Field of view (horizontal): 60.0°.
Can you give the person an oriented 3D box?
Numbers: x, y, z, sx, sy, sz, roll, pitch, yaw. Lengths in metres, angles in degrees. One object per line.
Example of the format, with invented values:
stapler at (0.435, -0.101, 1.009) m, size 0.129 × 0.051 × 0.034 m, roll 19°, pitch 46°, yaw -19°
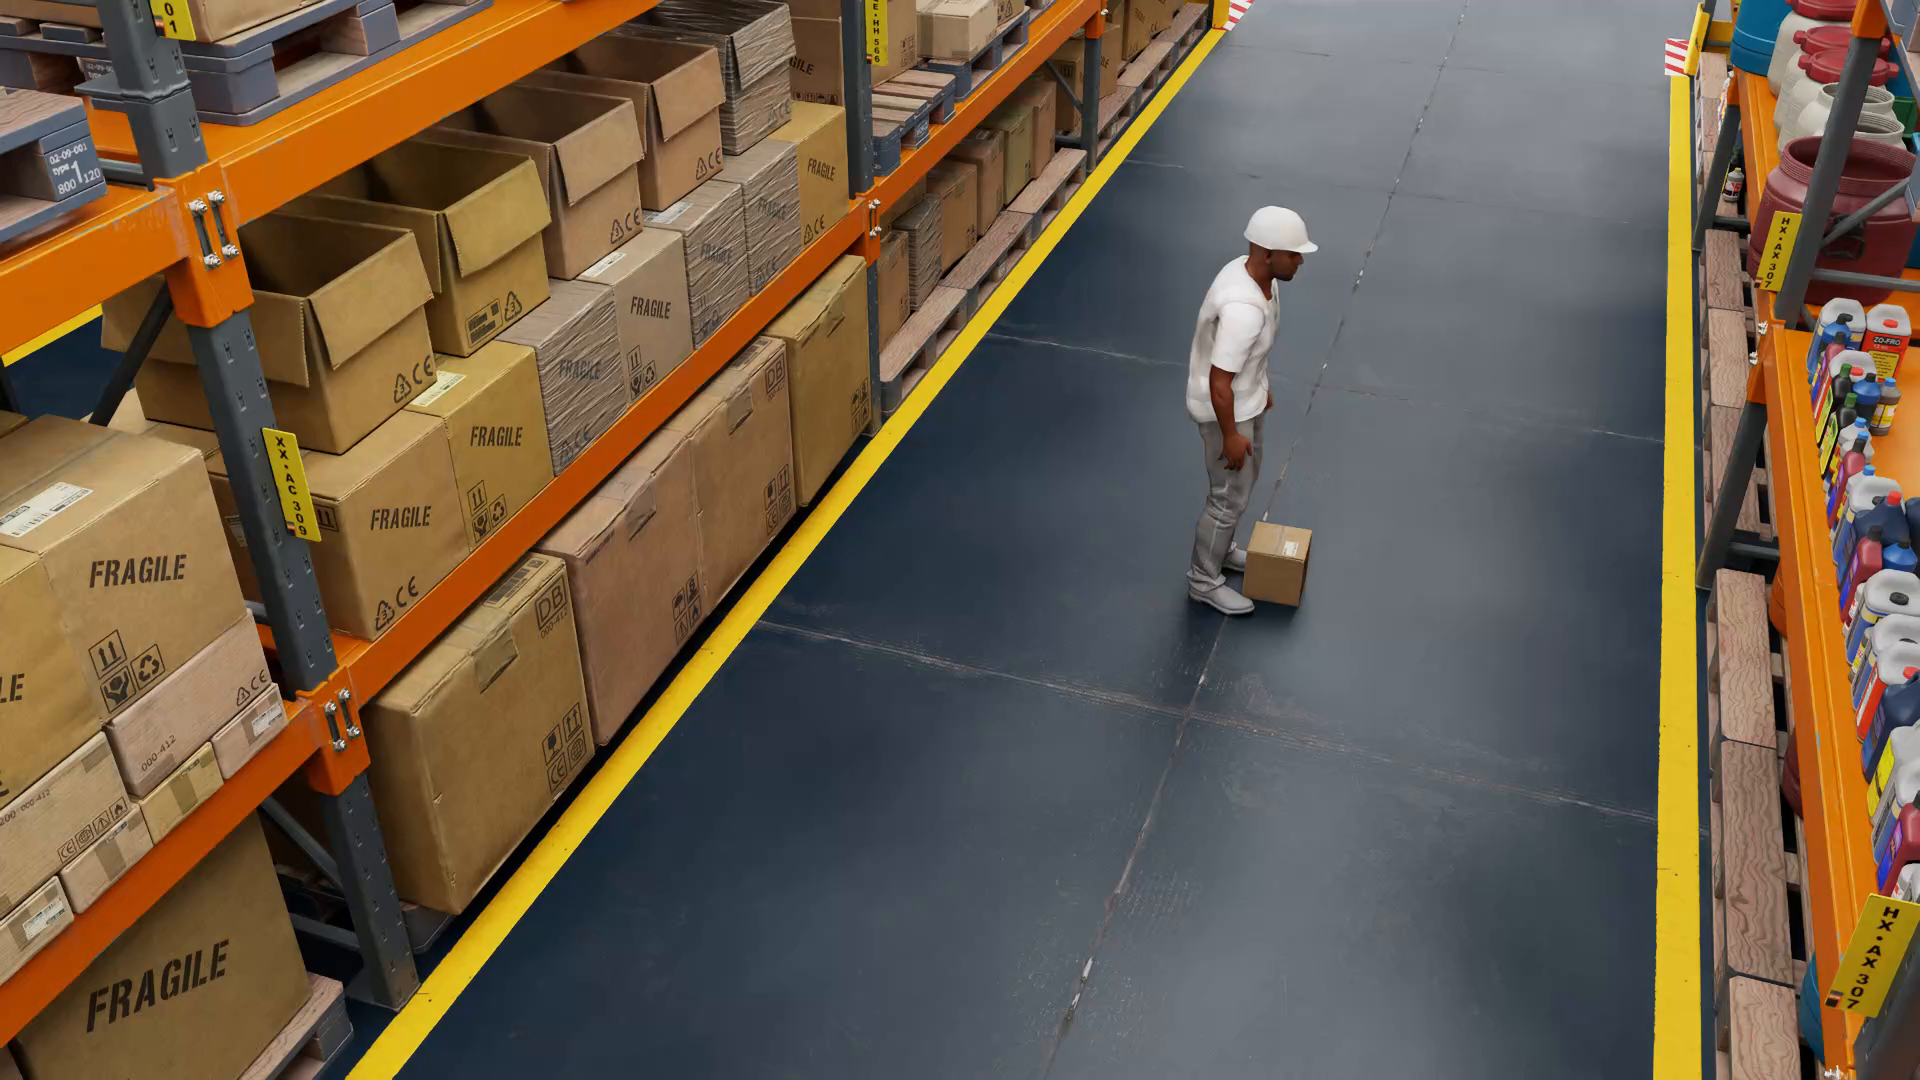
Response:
person at (1.183, -0.559, 6.984) m, size 0.457 × 1.758 × 0.626 m, roll 11°, pitch 35°, yaw 17°
